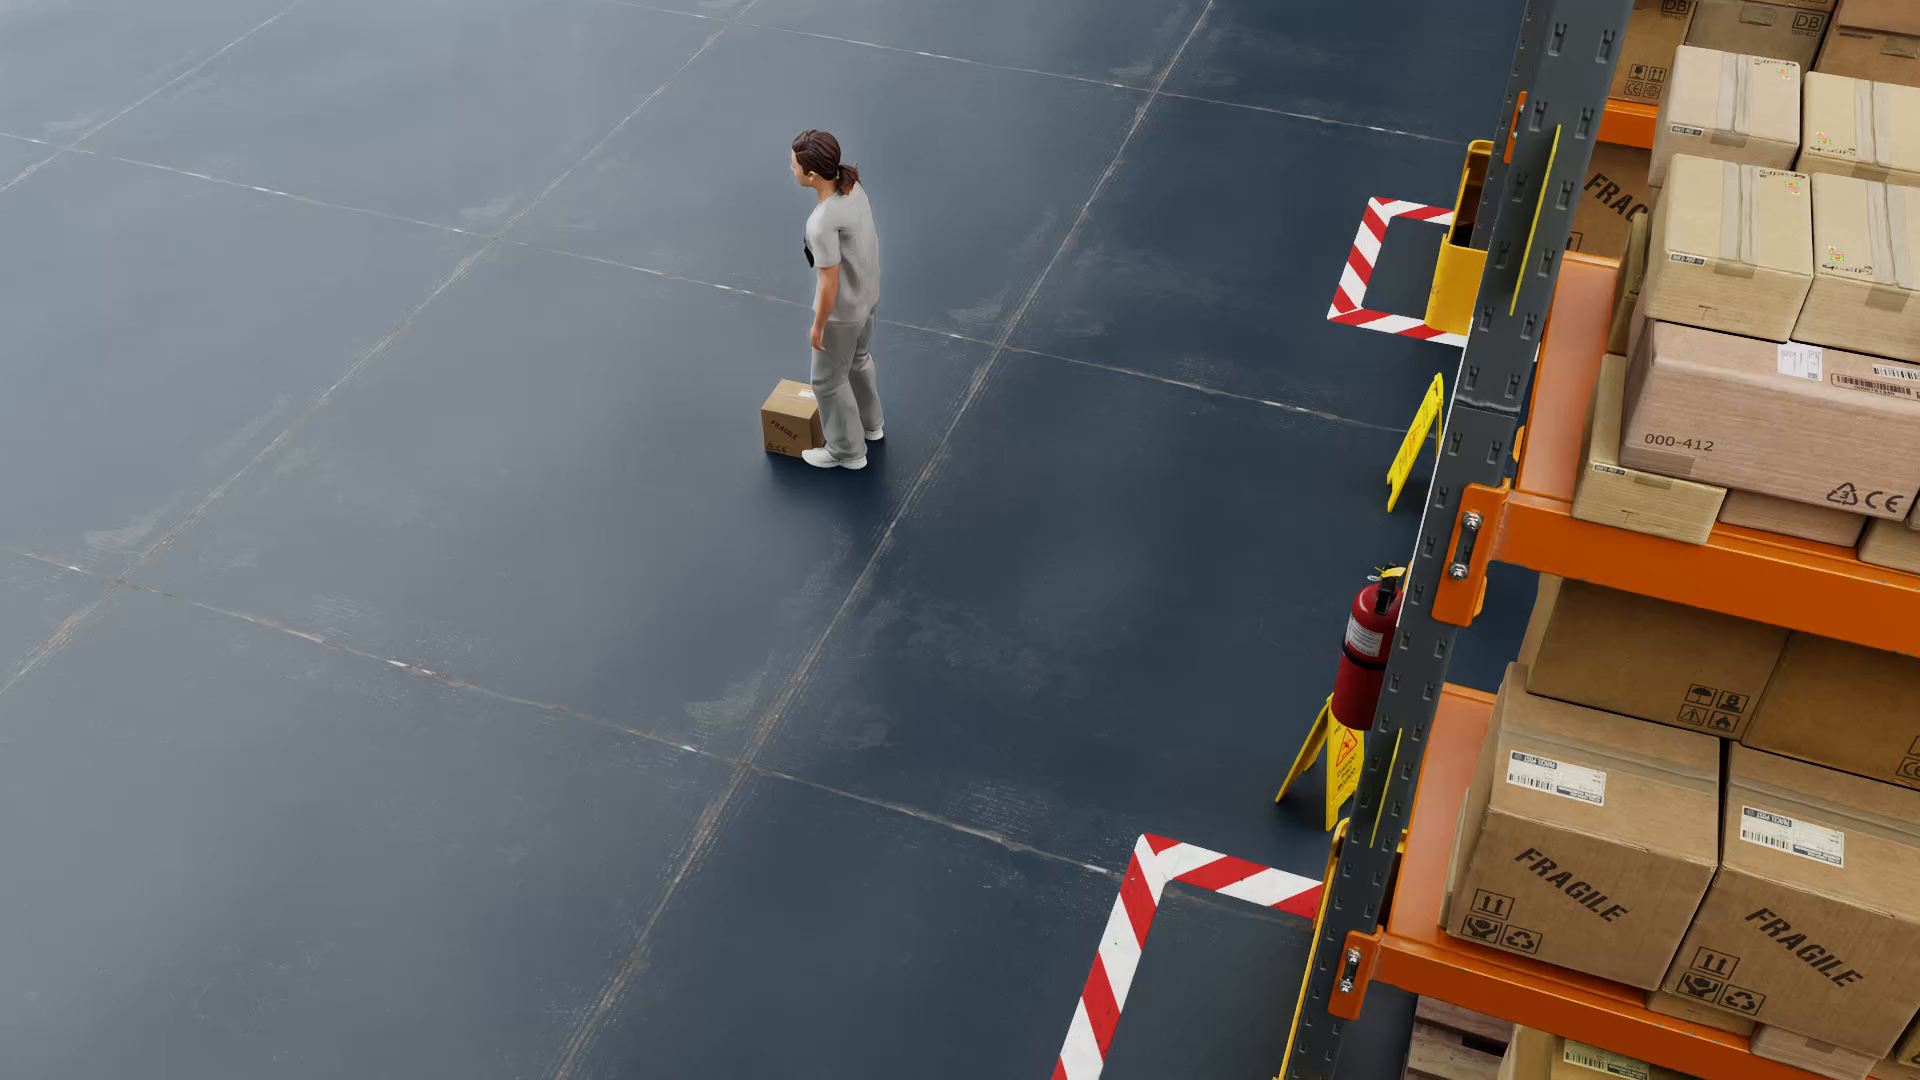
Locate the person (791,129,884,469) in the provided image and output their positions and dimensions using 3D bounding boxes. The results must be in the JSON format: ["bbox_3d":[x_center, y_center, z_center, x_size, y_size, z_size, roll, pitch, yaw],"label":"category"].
[{"bbox_3d":[-0.536,-1.048,7.338,0.361,1.672,0.514,11,43,12],"label":"person"}]
